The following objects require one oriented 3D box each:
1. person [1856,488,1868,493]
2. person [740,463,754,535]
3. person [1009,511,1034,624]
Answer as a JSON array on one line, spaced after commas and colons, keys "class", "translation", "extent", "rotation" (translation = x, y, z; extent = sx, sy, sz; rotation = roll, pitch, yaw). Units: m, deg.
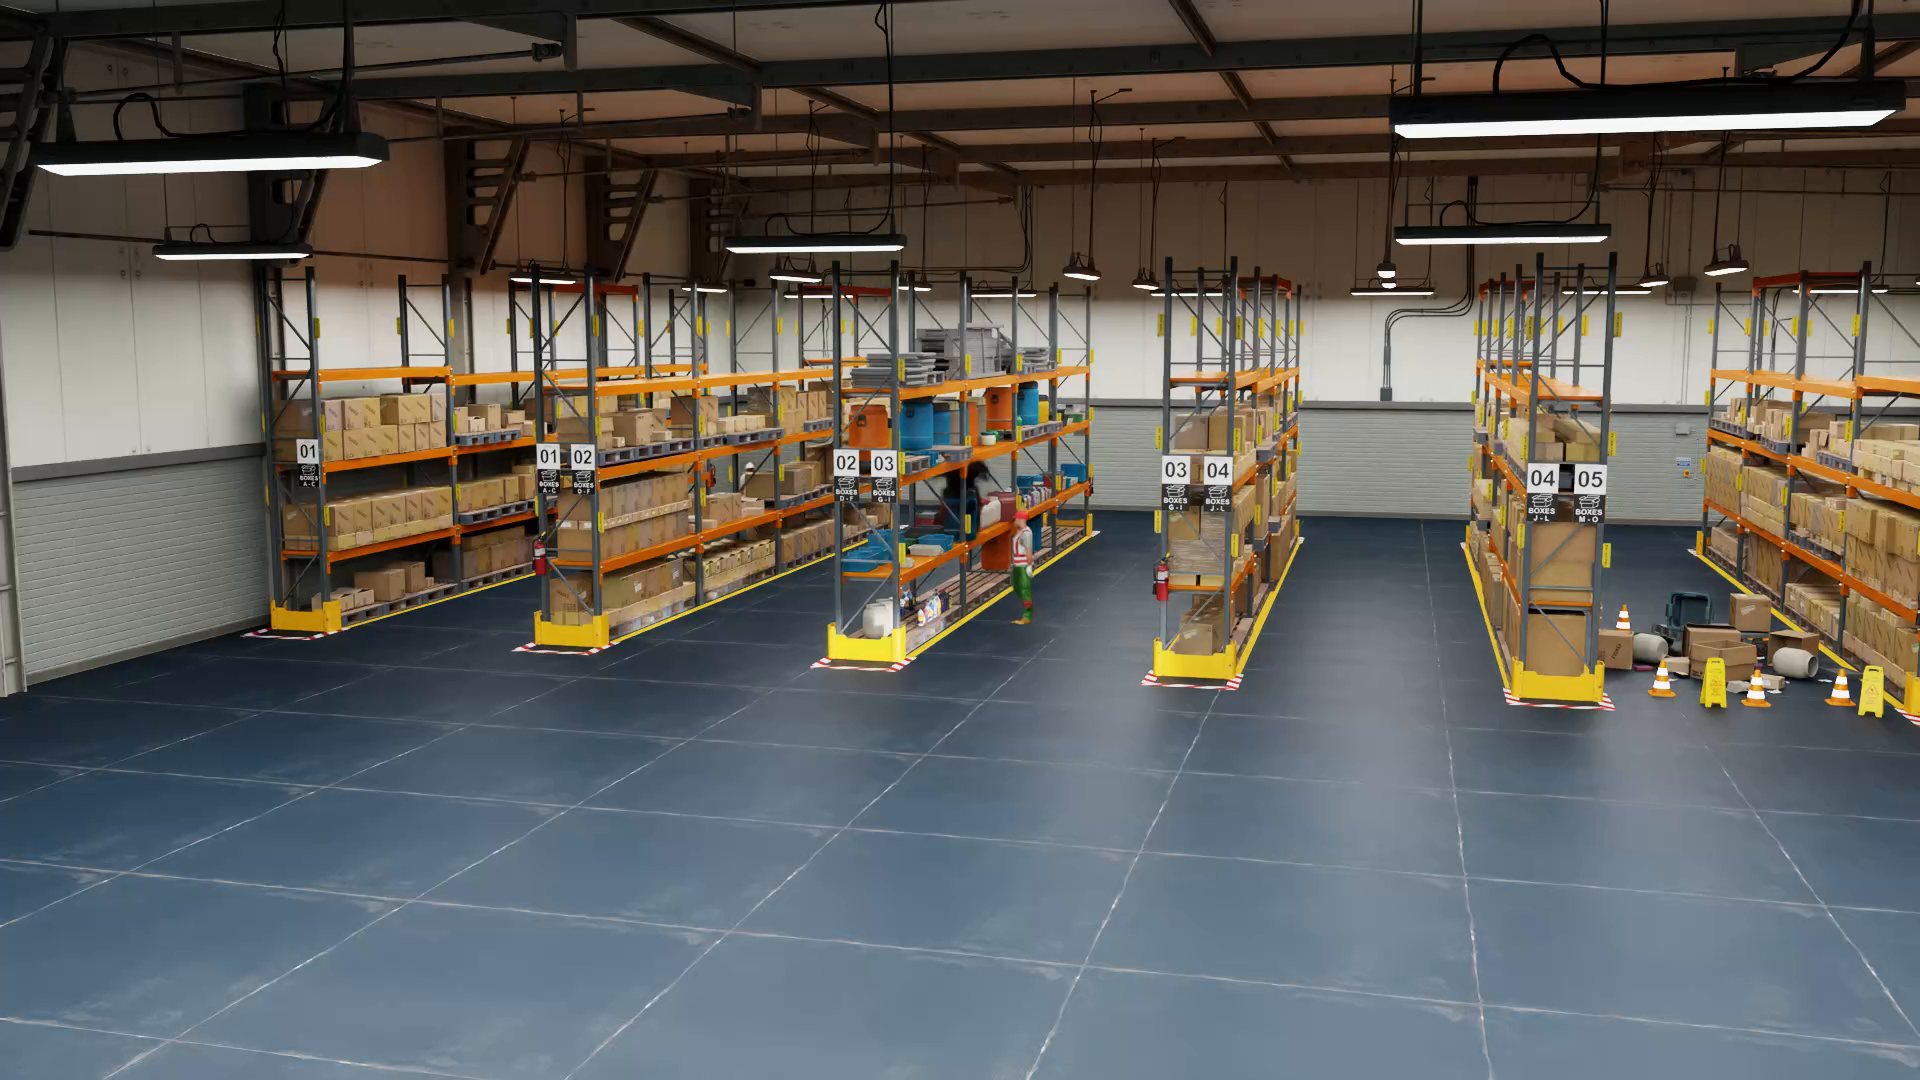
[{"class": "person", "translation": [20.450, -0.641, 37.852], "extent": [0.493, 1.666, 0.517], "rotation": [1, 7, 10]}, {"class": "person", "translation": [-5.020, -0.981, 40.194], "extent": [0.465, 1.791, 0.585], "rotation": [4, 8, 28]}, {"class": "person", "translation": [1.017, 0.448, 26.661], "extent": [0.425, 1.848, 0.583], "rotation": [-2, 7, -12]}]
